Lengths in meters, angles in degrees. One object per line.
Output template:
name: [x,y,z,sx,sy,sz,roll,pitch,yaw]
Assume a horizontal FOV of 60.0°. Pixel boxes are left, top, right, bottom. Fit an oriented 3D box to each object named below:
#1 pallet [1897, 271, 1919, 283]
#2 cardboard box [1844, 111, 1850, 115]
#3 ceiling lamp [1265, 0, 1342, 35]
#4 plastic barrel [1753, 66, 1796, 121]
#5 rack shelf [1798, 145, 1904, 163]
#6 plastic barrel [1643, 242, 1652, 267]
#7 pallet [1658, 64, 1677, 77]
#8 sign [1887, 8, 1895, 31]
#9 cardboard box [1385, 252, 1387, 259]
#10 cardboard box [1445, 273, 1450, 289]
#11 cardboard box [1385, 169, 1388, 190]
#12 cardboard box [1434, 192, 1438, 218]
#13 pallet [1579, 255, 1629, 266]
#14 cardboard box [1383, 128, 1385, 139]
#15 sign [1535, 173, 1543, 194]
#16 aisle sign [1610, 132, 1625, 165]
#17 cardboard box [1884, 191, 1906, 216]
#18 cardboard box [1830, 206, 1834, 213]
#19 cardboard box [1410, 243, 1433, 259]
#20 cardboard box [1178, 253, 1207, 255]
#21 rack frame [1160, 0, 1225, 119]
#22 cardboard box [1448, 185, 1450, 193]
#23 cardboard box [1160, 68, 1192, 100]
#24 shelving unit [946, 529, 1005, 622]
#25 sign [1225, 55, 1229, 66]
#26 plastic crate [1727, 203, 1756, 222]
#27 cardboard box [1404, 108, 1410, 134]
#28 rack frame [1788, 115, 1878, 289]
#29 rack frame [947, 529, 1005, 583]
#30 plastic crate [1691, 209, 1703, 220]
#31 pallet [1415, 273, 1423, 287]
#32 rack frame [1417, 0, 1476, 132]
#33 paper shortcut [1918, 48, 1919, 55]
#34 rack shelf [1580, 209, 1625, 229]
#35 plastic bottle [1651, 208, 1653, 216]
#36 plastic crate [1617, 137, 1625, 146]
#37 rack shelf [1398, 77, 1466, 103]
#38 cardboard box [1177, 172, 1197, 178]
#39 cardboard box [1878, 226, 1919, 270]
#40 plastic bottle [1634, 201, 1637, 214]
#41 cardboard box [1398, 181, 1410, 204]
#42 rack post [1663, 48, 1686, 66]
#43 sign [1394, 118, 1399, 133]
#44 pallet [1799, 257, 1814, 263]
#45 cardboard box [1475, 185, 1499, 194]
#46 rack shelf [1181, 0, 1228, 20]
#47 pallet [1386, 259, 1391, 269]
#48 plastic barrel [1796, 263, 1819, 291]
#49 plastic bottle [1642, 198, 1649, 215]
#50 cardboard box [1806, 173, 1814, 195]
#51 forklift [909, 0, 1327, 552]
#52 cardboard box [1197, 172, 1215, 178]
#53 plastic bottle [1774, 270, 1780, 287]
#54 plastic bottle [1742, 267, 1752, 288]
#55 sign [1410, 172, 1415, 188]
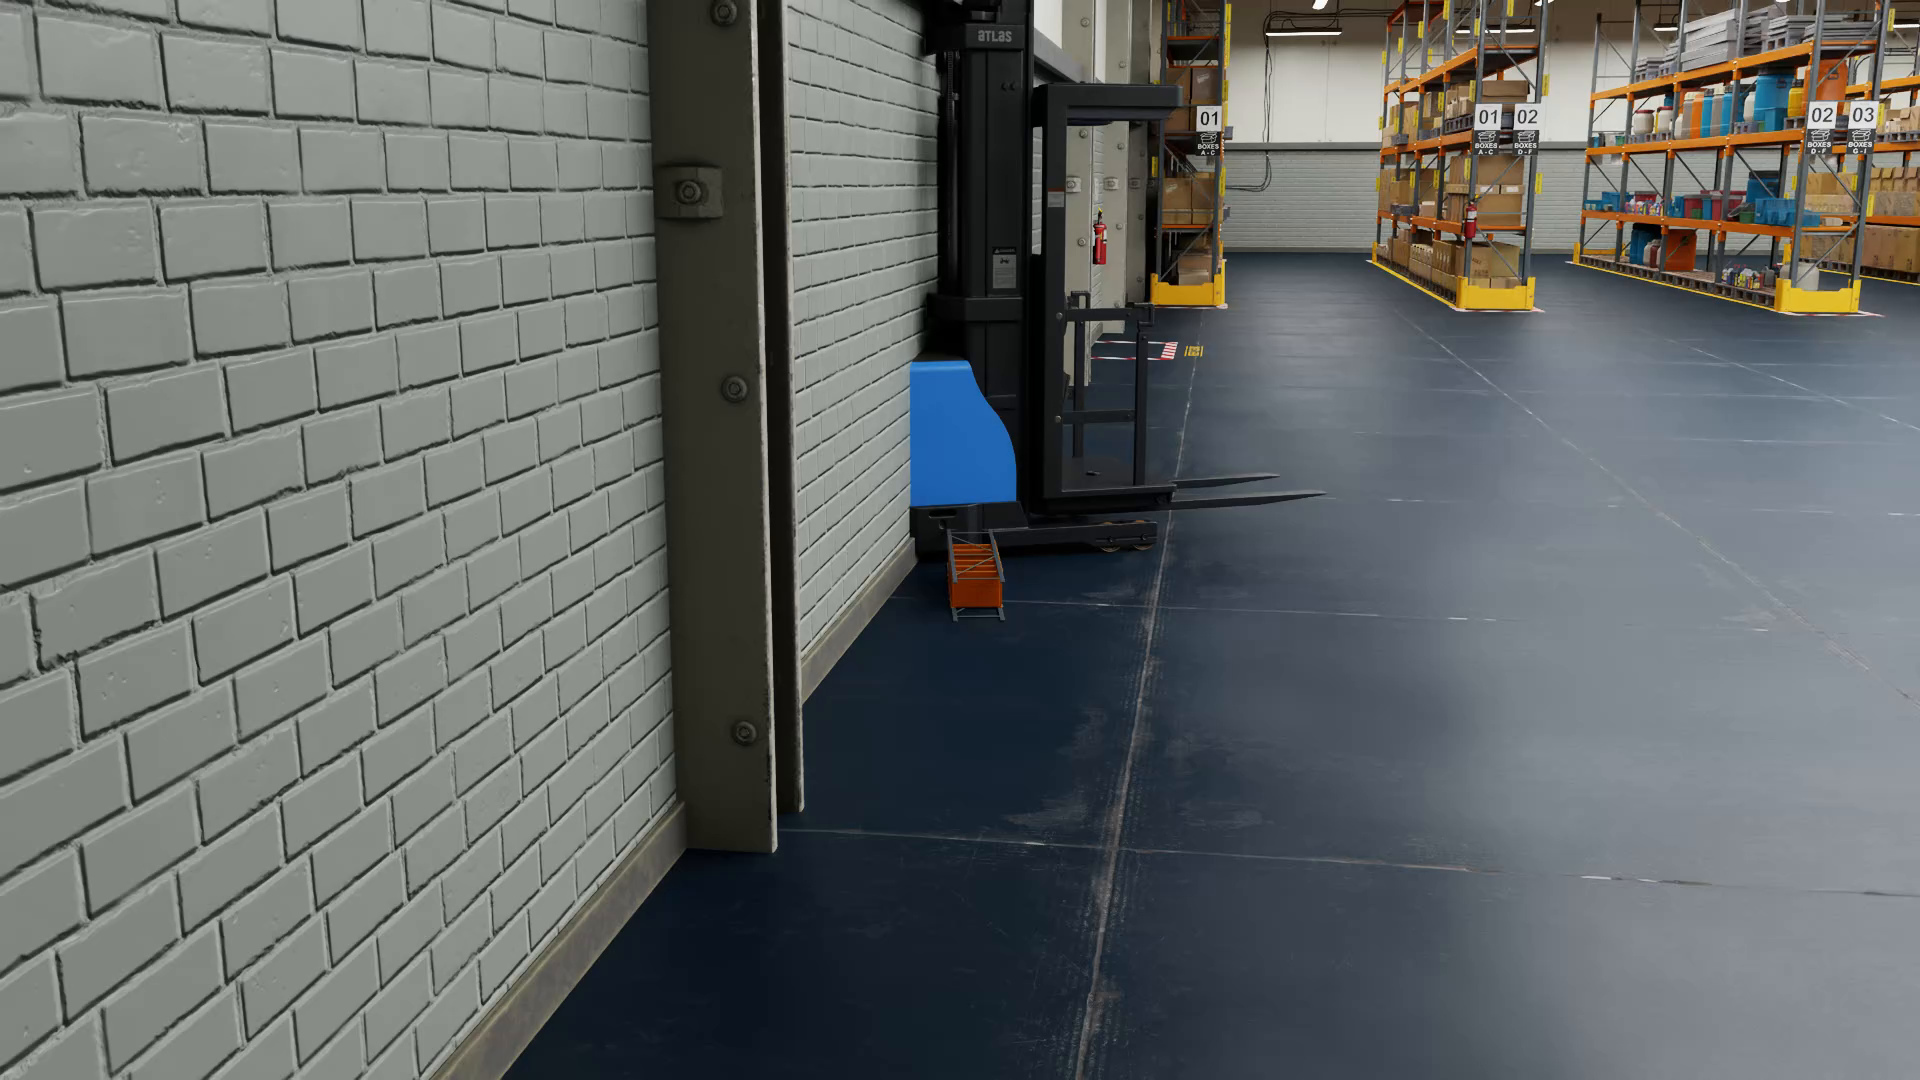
pallet: [19.855,-5.363,33.878,1.003,0.211,1.213,2,12,9]
cardboard box: [20.423,-9.443,37.600,0.700,0.500,0.500,3,12,12]
ceiling lamp: [9.115,-14.974,43.761,2.000,3.185,0.800,2,12,9]
plastic barrel: [13.892,-7.605,28.356,0.600,0.901,0.708,2,12,9]
rack shelf: [20.583,-8.928,38.389,1.077,0.370,4.000,2,12,9]
plastic barrel: [14.996,-6.172,35.921,0.421,0.512,0.421,0,12,0]
pallet: [14.907,-9.519,33.701,1.213,0.211,1.003,2,12,9]
sign: [14.078,-7.871,25.154,0.100,0.325,0.005,2,12,9]
cardboard box: [10.293,-6.748,39.409,0.380,0.149,0.250,2,12,9]
cardboard box: [8.572,-4.412,28.375,0.500,0.250,0.500,2,12,9]
cardboard box: [10.541,-8.687,40.070,0.500,0.500,0.500,2,12,8]
cardboard box: [9.630,-6.585,32.693,0.500,0.500,0.500,1,12,6]
pallet: [15.831,-6.857,40.809,1.003,0.211,1.213,2,12,9]
cardboard box: [10.766,-10.091,41.244,0.500,0.250,0.500,2,12,9]
sign: [9.189,-5.664,26.411,0.100,0.325,0.005,2,12,9]
aisle sign: [16.297,-9.667,41.058,0.394,0.787,0.004,2,12,9]
cardboard box: [19.729,-7.042,34.811,0.500,0.500,0.500,2,12,10]
cardboard box: [20.156,-7.563,38.062,0.380,0.149,0.250,2,12,10]
cardboard box: [9.501,-5.922,34.051,0.500,0.311,0.500,2,12,11]
cardboard box: [4.241,-4.989,30.413,0.500,0.500,0.500,1,12,4]
rack frame: [3.746,-8.313,26.709,1.000,3.000,0.127,2,12,9]
cardboard box: [8.986,-6.318,29.911,0.380,0.149,0.250,2,12,9]
cardboard box: [3.554,-7.493,27.362,0.500,0.500,0.500,2,12,11]
shelving unit: [0.069,0.160,8.289,0.258,0.189,1.200,0,12,-2]
sign: [6.741,-12.119,41.961,0.100,0.325,0.005,2,12,9]
plastic crate: [13.944,-5.757,29.235,0.767,0.338,0.504,2,12,9]
cardboard box: [10.337,-9.386,37.334,0.600,0.600,0.600,1,12,3]
rack frame: [13.535,-5.060,25.851,1.000,3.000,0.127,2,12,9]
rack frame: [0.069,0.071,8.270,0.240,0.006,1.200,0,12,-2]
plastic crate: [14.139,-6.160,31.462,0.450,0.188,0.662,2,12,9]
pallet: [9.517,-5.100,32.656,1.003,0.211,1.213,2,12,9]
rack frame: [9.872,-9.819,33.695,1.000,3.000,0.127,2,12,9]
paper shortcut: [19.344,-9.857,33.542,0.009,0.170,0.078,12,-17,6]
rack shelf: [15.688,-7.622,39.450,1.077,0.370,4.000,2,12,9]
plastic bottle: [14.552,-6.899,34.856,0.097,0.201,0.097,0,12,0]
plastic crate: [15.147,-9.018,37.603,0.450,0.188,0.662,2,12,9]
rack shelf: [10.179,-9.688,35.745,1.077,0.370,4.000,2,12,9]
cardboard box: [4.790,-7.719,35.422,0.500,0.250,0.500,2,12,10]
cardboard box: [19.931,-6.059,34.537,1.225,0.875,0.875,2,12,9]
plastic bottle: [14.766,-7.253,36.307,0.061,0.283,0.133,2,12,9]
cardboard box: [10.150,-7.737,37.038,0.700,0.500,0.500,4,13,18]
rack post: [14.837,-9.773,33.660,0.954,0.300,0.937,2,12,9]
sign: [9.950,-9.454,37.894,0.100,0.325,0.005,2,12,9]
pallet: [20.844,-6.698,40.071,1.003,0.211,1.213,2,12,9]
cardboard box: [8.512,-5.673,26.918,0.380,0.149,0.250,2,12,8]
rack shelf: [5.284,-11.668,36.093,1.077,0.370,4.000,2,12,9]
pallet: [10.594,-6.499,39.148,1.003,0.211,1.213,2,12,9]
plastic barrel: [13.561,-4.188,26.716,0.421,0.512,0.421,0,12,0]
plastic bottle: [14.697,-7.135,35.597,0.144,0.351,0.185,2,12,9]
cardboard box: [20.473,-8.473,39.561,0.500,0.500,0.500,2,12,7]
forklift: [0.599,-1.469,9.352,3.031,2.935,1.130,-3,13,-16]
cardboard box: [5.306,-7.709,35.373,0.500,0.250,0.500,2,12,10]
plastic bottle: [14.152,-4.527,28.782,0.061,0.283,0.133,2,12,9]
plastic bottle: [13.493,-4.491,28.458,0.144,0.351,0.185,2,12,11]
sign: [9.334,-7.429,34.286,0.100,0.325,0.005,2,12,9]
